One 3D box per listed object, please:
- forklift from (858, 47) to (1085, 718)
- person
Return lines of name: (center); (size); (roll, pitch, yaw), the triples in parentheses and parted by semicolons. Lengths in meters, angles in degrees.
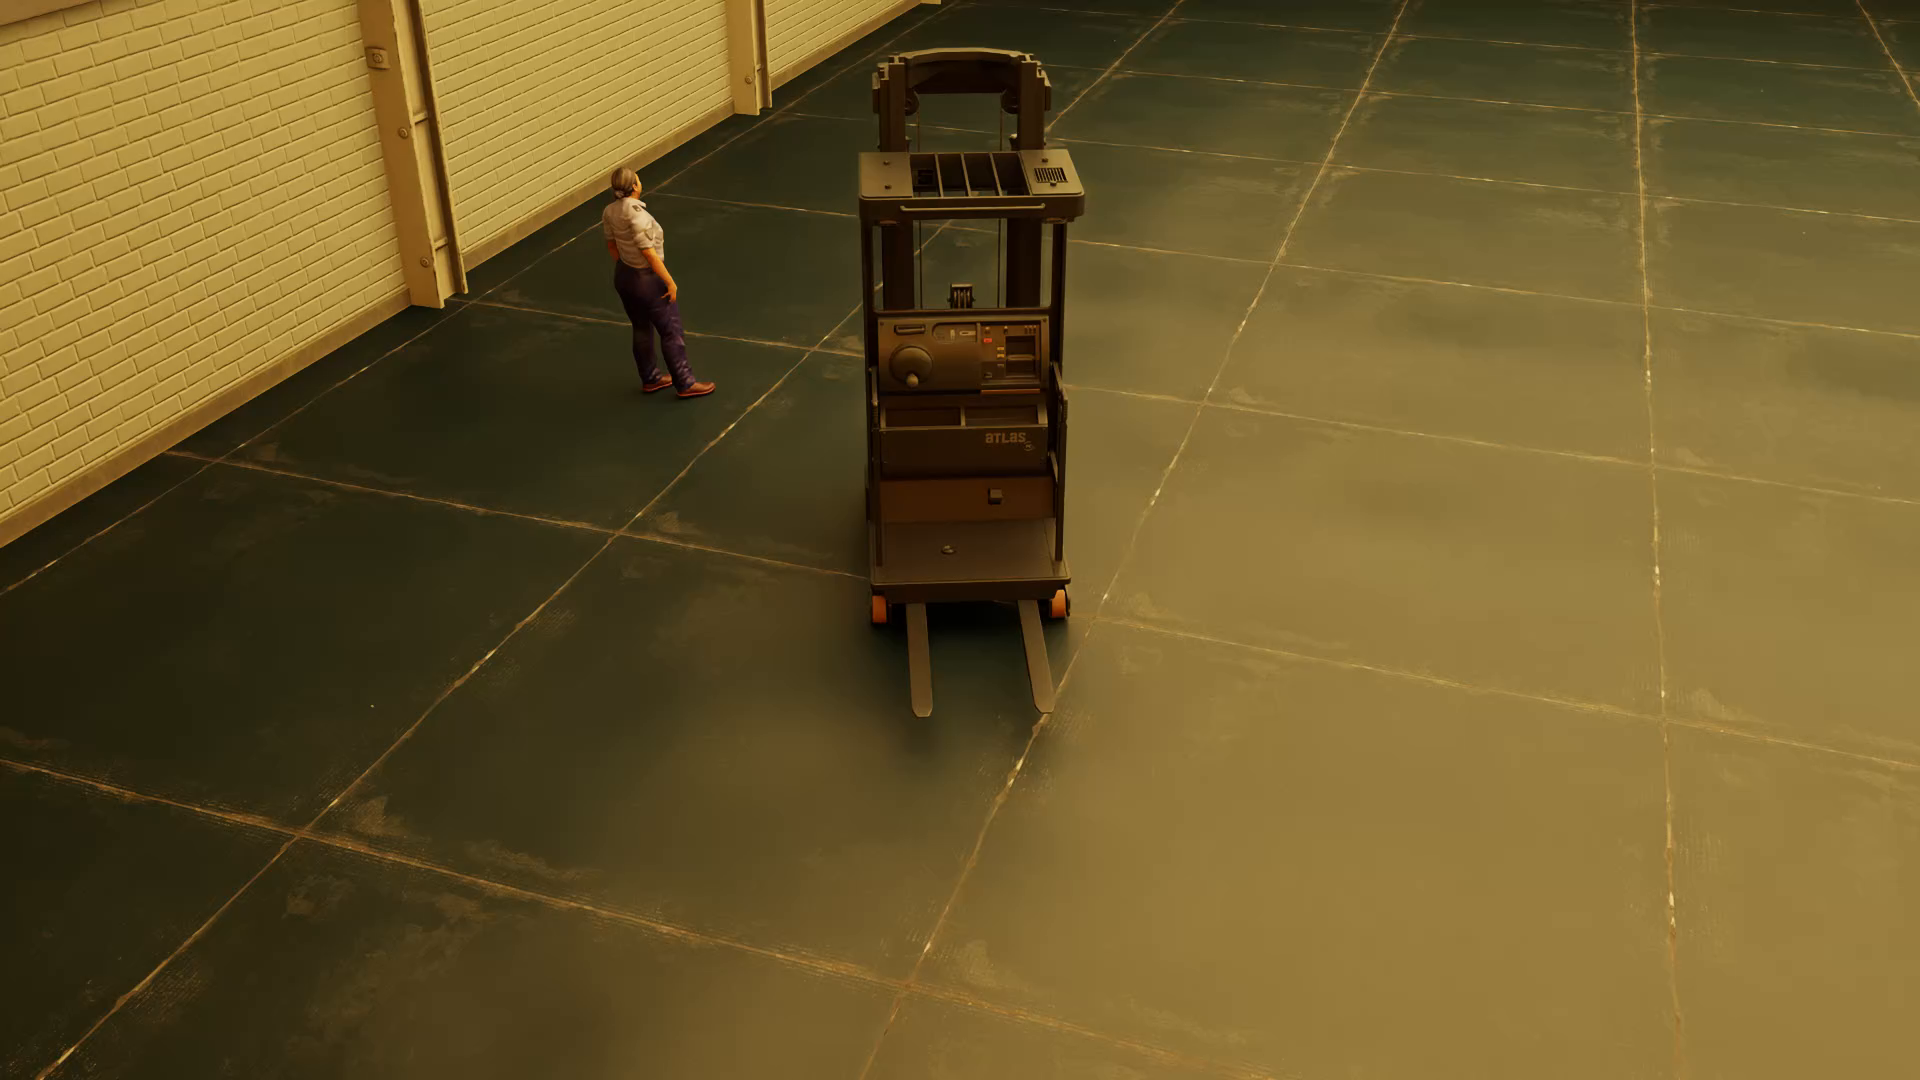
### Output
forklift: (0.035, -0.972, 8.842); (1.130, 2.935, 3.031); (-2, 30, -3)
person: (-2.122, -1.808, 11.590); (0.599, 1.650, 0.502); (25, 38, 37)
